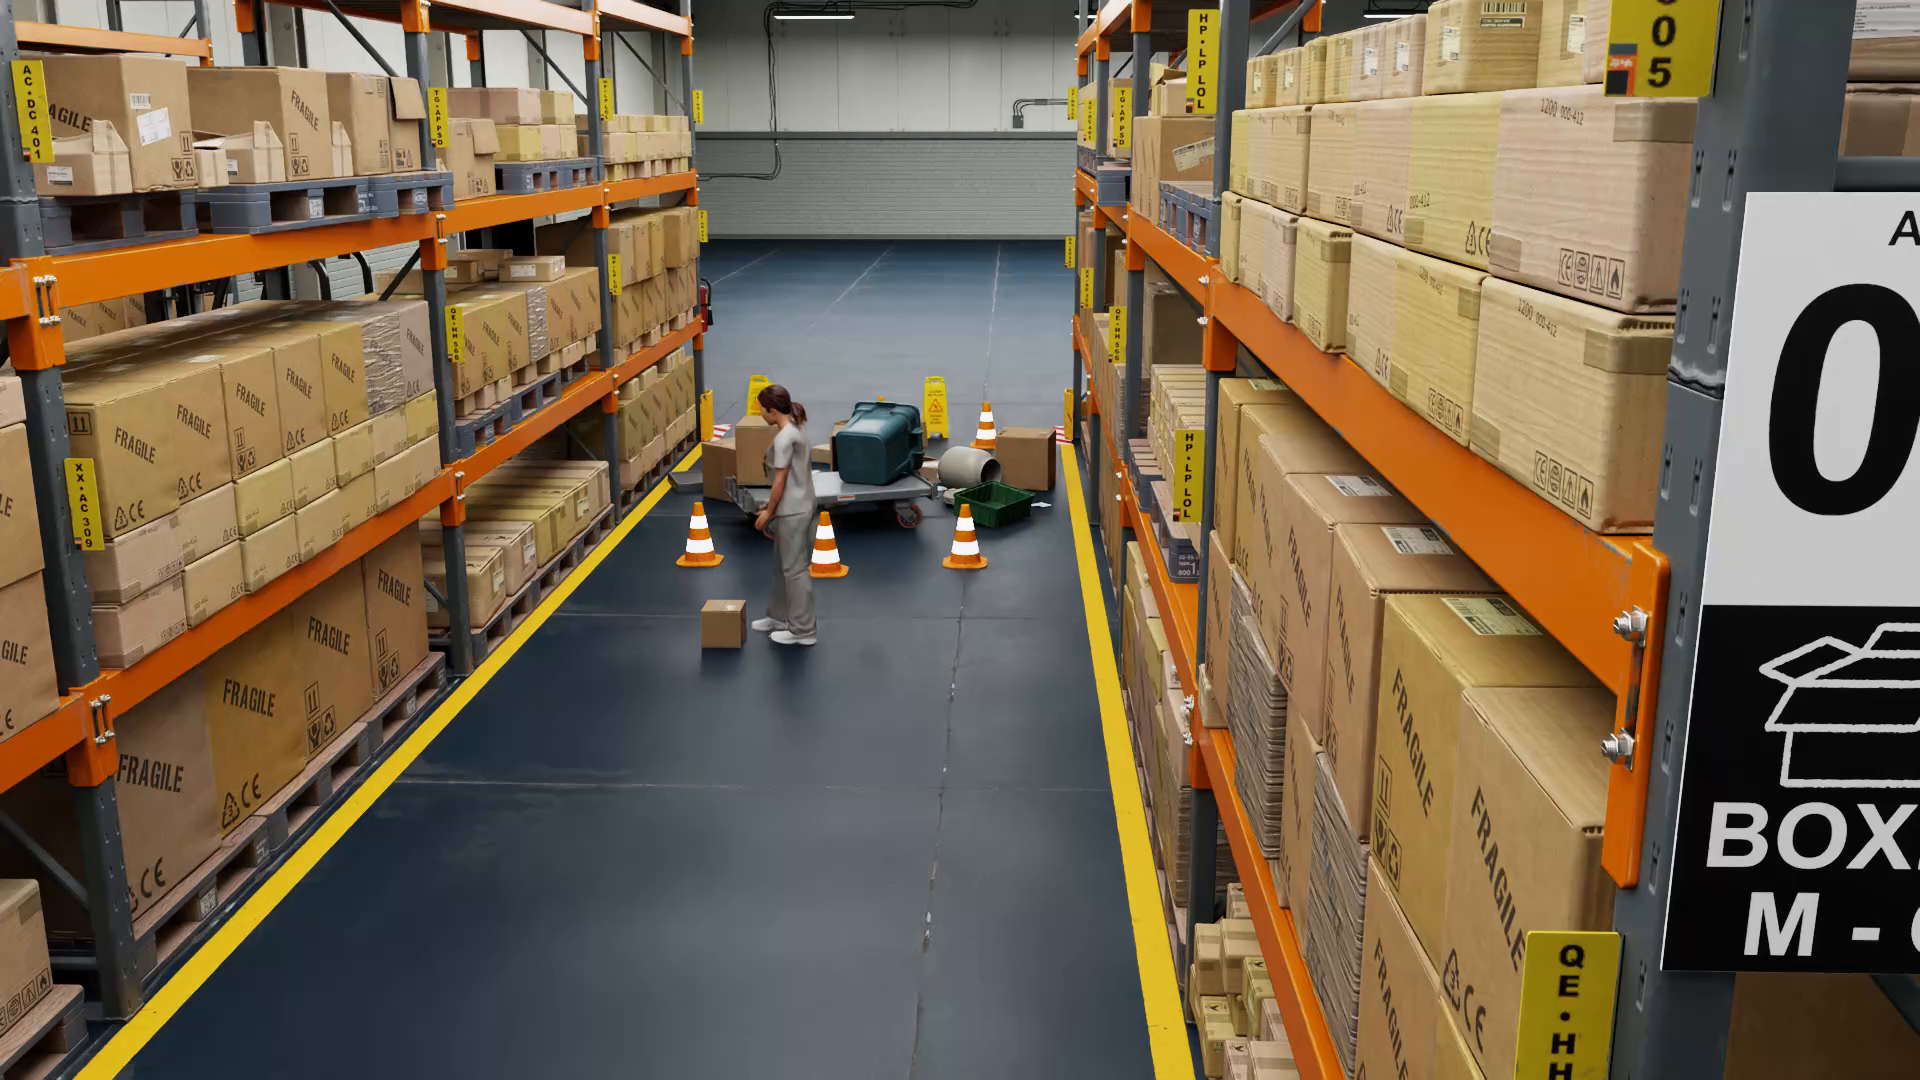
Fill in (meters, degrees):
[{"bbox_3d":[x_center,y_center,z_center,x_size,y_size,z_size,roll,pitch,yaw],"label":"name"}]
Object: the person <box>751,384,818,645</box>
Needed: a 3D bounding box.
[{"bbox_3d":[-1.161,-0.169,10.634,0.522,1.678,0.500,2,14,7],"label":"person"}]
